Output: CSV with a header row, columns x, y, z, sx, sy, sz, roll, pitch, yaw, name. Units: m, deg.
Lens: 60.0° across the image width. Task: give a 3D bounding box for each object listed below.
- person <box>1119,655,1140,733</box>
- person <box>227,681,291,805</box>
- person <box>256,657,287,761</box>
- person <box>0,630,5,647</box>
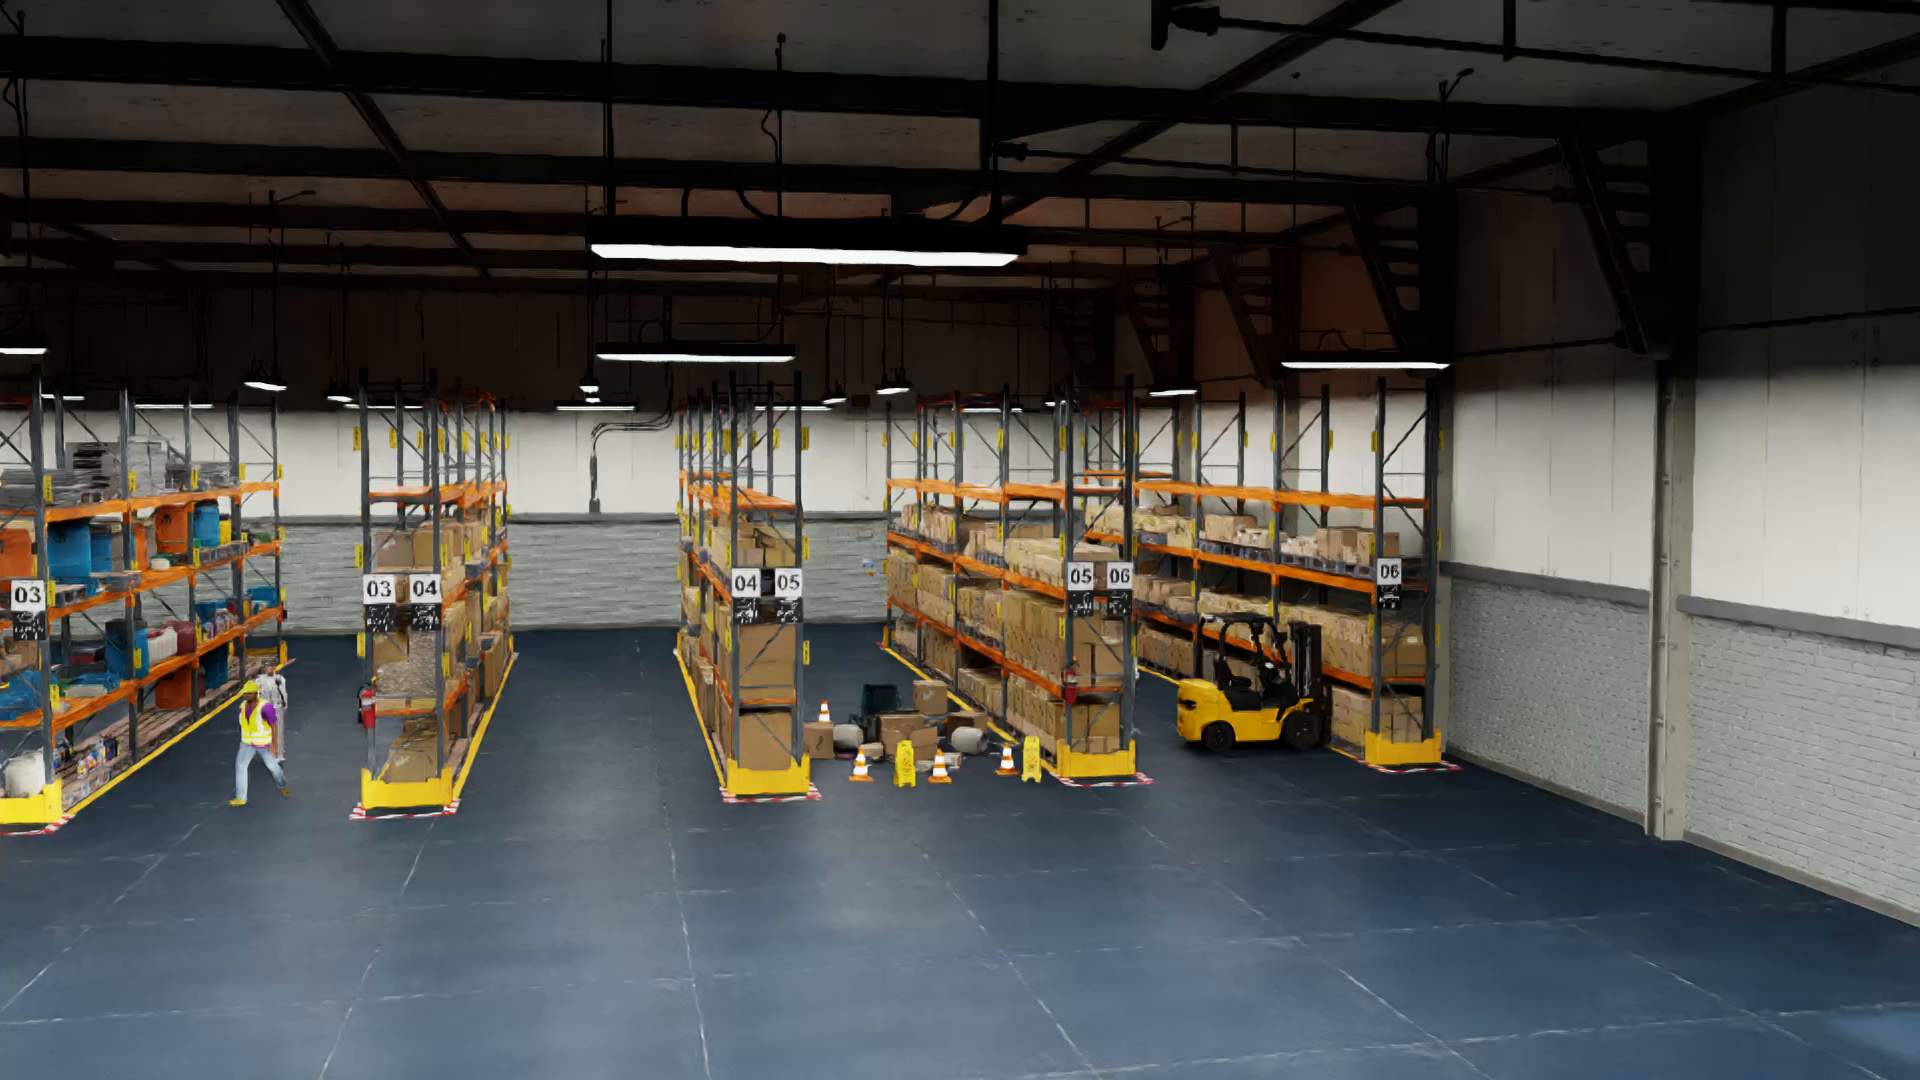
x,y,z,sx,sy,sz,roll,pitch,yaw,name
2.892,2.500,28.525,0.399,1.589,0.469,-3,5,-44,person
-9.707,2.784,23.019,0.616,1.712,0.970,0,3,8,person
-10.775,2.626,25.994,0.483,1.621,0.984,-1,4,-20,person
-22.054,1.886,37.798,0.533,1.702,1.031,0,3,-3,person
